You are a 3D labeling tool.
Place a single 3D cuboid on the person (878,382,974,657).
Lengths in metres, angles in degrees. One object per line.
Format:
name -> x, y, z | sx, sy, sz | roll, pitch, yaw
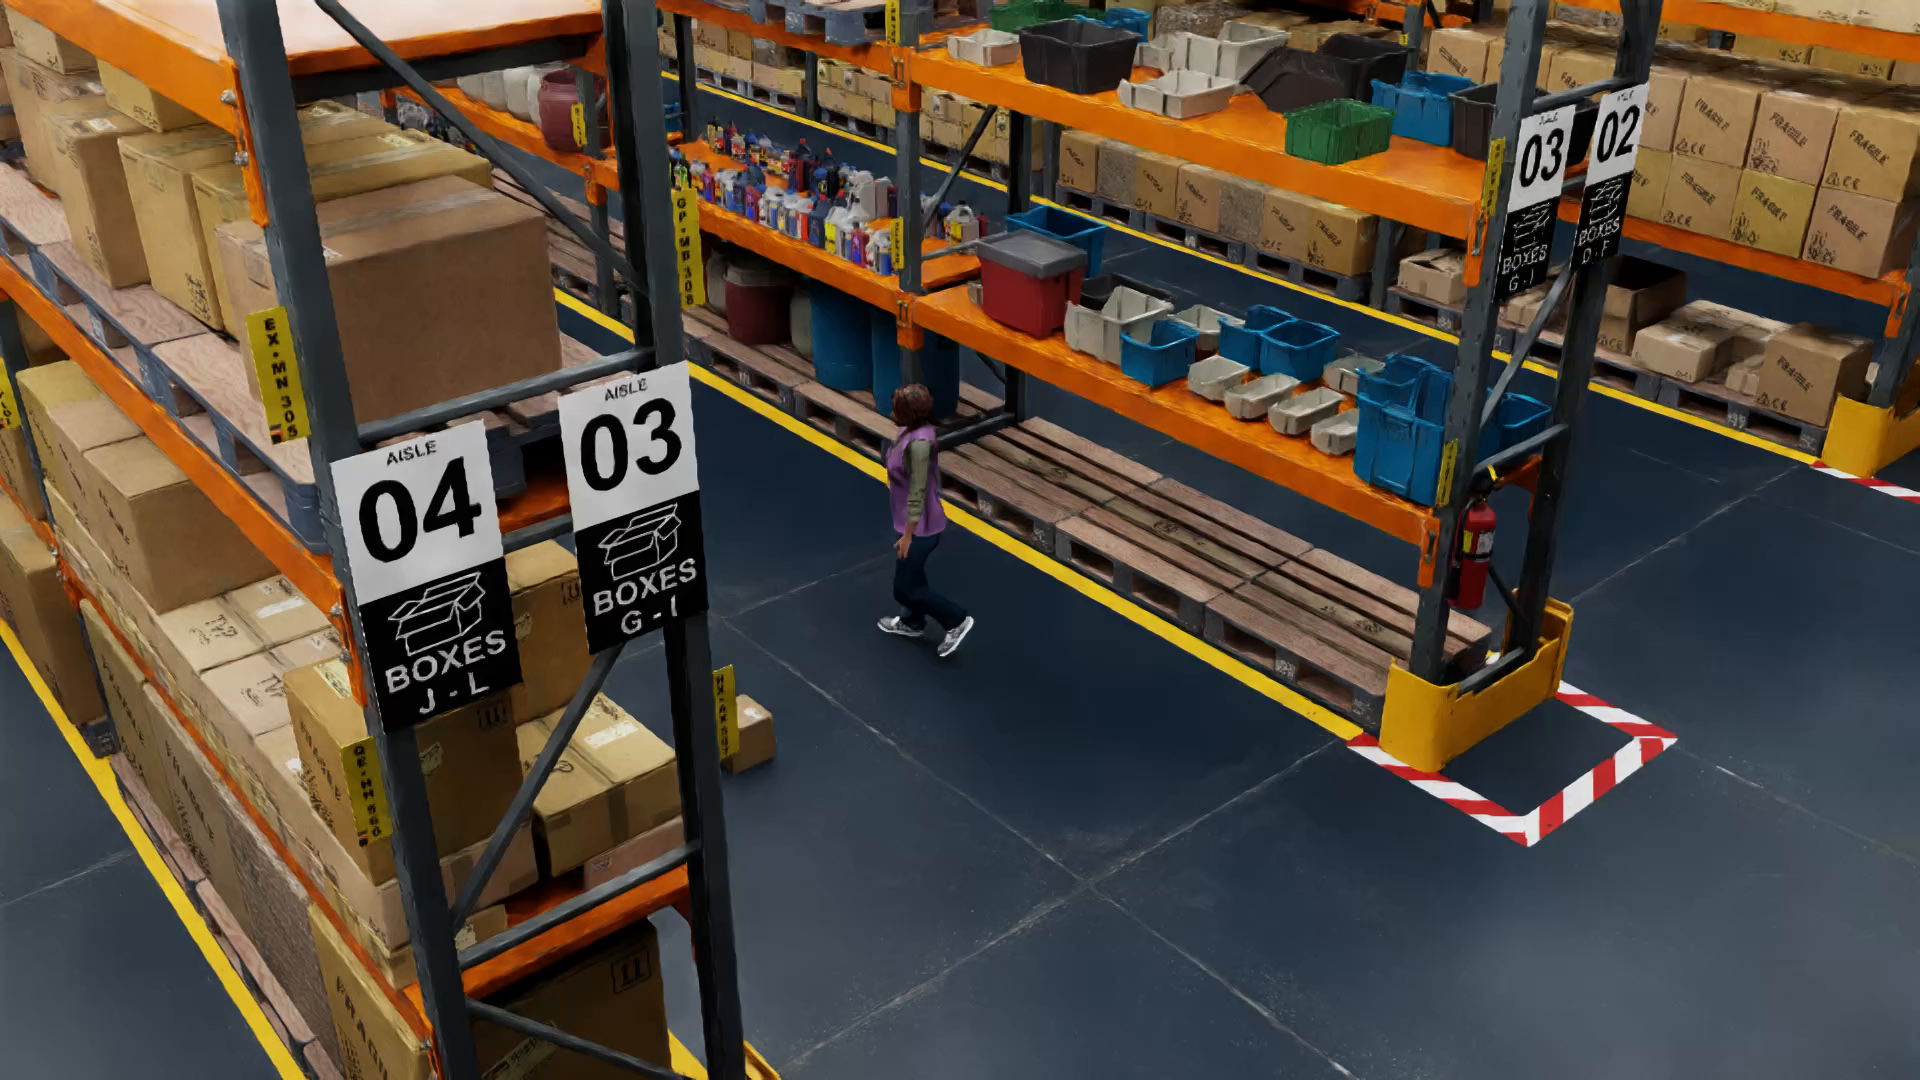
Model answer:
person -> -0.185, -0.099, 8.777 | 0.498, 1.594, 0.560 | -3, 29, -6
